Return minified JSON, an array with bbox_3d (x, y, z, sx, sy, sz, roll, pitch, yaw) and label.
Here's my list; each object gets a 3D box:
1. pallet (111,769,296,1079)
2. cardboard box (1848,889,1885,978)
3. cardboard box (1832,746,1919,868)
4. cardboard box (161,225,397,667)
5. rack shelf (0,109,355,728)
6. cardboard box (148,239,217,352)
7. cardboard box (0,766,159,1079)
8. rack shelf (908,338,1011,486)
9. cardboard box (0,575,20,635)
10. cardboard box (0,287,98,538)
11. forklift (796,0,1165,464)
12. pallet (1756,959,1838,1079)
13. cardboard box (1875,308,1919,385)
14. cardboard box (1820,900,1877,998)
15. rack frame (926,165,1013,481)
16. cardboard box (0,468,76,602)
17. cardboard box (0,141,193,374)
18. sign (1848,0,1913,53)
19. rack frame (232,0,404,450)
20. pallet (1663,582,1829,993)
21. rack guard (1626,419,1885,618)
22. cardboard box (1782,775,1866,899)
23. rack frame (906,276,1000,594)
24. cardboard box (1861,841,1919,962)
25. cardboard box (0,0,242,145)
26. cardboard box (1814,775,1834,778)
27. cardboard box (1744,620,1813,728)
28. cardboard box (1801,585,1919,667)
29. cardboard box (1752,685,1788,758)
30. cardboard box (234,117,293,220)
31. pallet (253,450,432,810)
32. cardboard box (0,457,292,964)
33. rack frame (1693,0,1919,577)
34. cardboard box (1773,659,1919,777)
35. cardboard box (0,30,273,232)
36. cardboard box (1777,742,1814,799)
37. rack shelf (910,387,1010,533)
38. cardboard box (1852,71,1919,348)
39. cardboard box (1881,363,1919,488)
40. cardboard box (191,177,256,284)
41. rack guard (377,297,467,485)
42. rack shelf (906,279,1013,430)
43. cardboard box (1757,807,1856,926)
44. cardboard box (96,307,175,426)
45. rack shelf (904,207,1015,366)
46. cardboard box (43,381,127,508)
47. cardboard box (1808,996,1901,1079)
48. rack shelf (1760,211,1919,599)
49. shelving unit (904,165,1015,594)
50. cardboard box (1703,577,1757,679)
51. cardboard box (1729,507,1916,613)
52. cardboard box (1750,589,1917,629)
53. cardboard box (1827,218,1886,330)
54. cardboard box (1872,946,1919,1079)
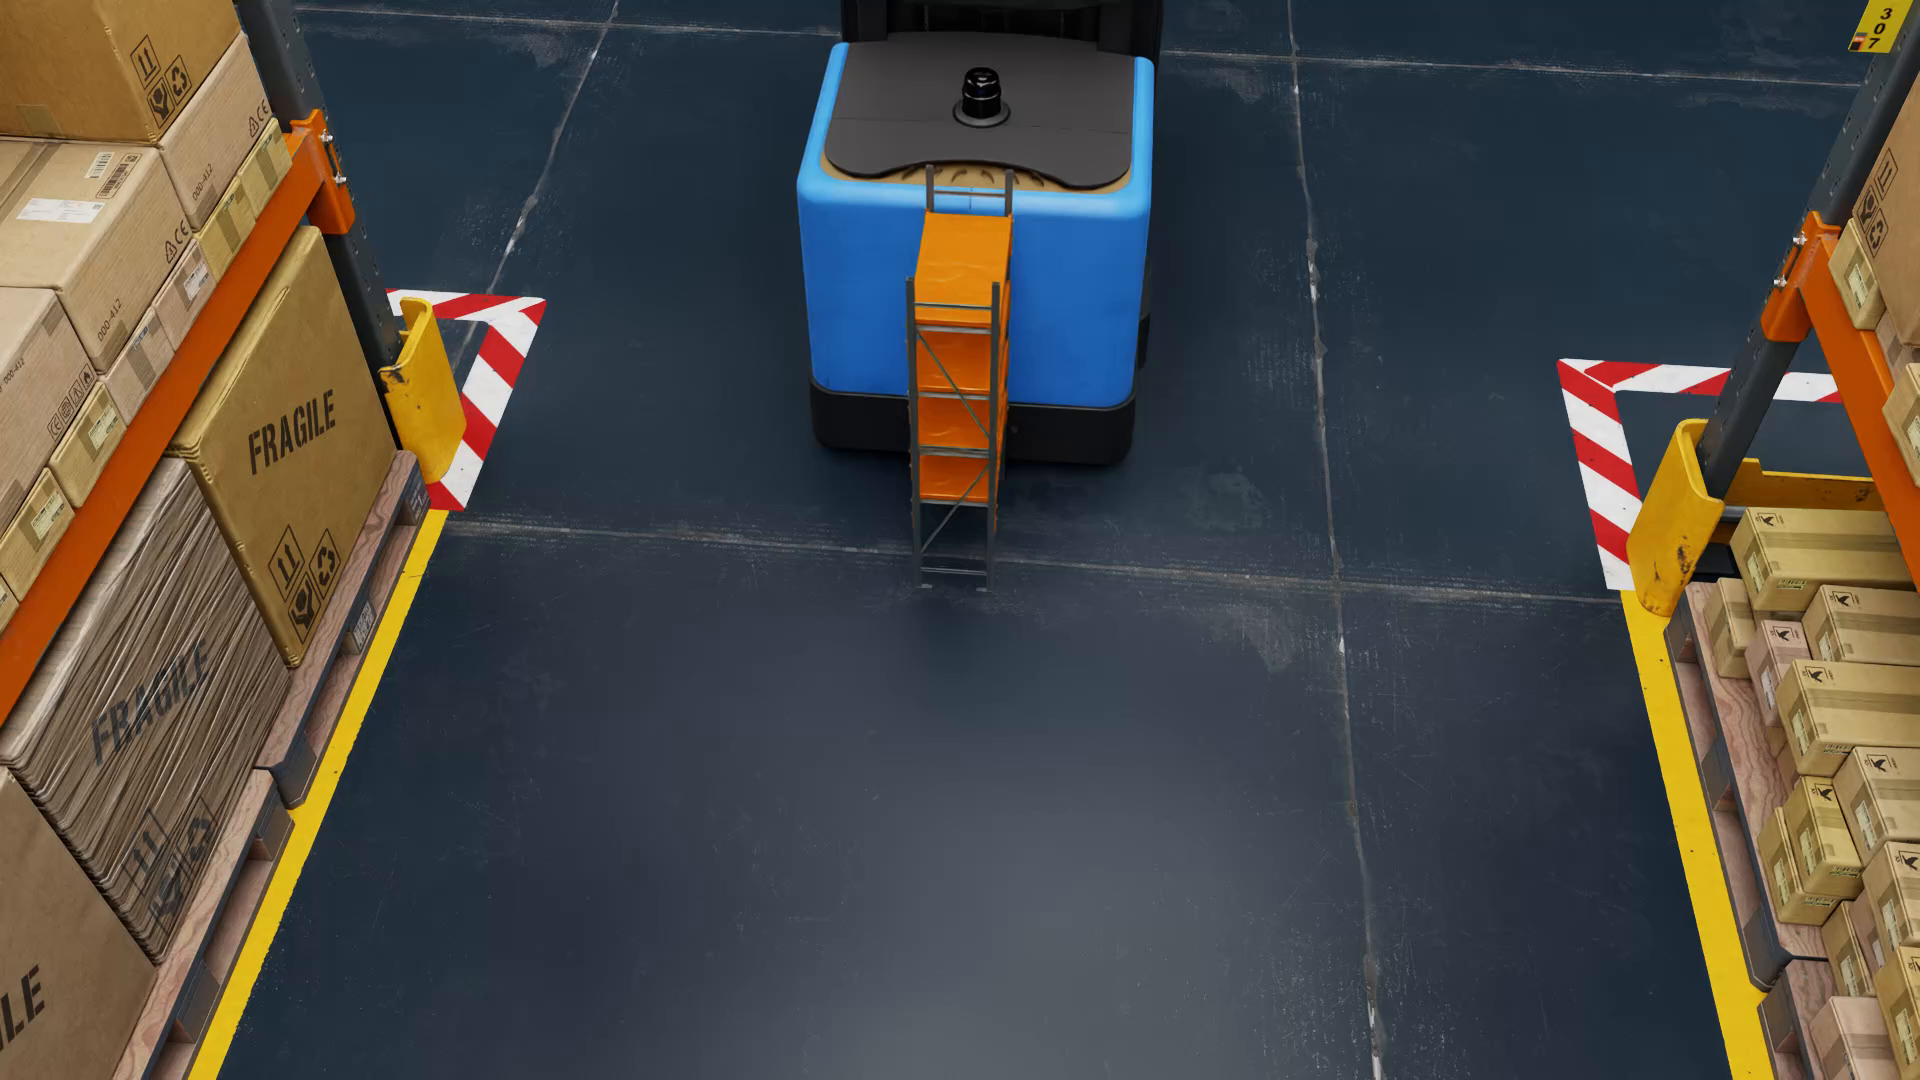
[{"bbox_3d":[-2.365,1.094,4.107,1.003,0.211,1.213,4,48,4],"label":"pallet"},{"bbox_3d":[2.294,0.927,3.815,0.380,0.149,0.250,2,48,2],"label":"cardboard box"},{"bbox_3d":[2.291,0.630,3.885,0.380,0.149,0.250,2,48,2],"label":"cardboard box"},{"bbox_3d":[-2.235,-0.283,4.632,0.875,0.875,0.875,4,48,4],"label":"cardboard box"},{"bbox_3d":[-2.439,0.378,3.359,1.077,0.370,4.000,4,48,4],"label":"rack shelf"},{"bbox_3d":[-2.007,-0.589,3.926,0.380,0.149,0.250,4,48,4],"label":"cardboard box"},{"bbox_3d":[-2.399,1.039,3.422,0.875,0.875,0.875,4,48,4],"label":"cardboard box"},{"bbox_3d":[0.004,-0.387,4.882,0.258,0.148,0.480,4,48,3],"label":"rack shelf"},{"bbox_3d":[-2.101,0.158,3.243,0.380,0.149,0.250,5,48,4],"label":"cardboard box"},{"bbox_3d":[-2.129,-0.263,3.358,0.500,0.250,0.500,2,48,2],"label":"cardboard box"},{"bbox_3d":[0.163,-2.325,5.390,1.130,2.935,3.031,4,48,3],"label":"forklift"},{"bbox_3d":[2.444,1.559,3.681,1.003,0.211,1.213,4,48,4],"label":"pallet"},{"bbox_3d":[2.336,-0.436,3.786,0.380,0.149,0.250,5,48,5],"label":"cardboard box"},{"bbox_3d":[2.288,1.013,3.939,0.380,0.149,0.250,4,48,4],"label":"cardboard box"},{"bbox_3d":[0.026,-0.612,4.997,0.240,1.200,0.015,4,48,3],"label":"rack frame"},{"bbox_3d":[-2.076,-0.024,3.410,0.380,0.149,0.250,4,48,4],"label":"cardboard box"},{"bbox_3d":[-2.083,-0.637,3.700,0.500,0.250,0.500,3,48,3],"label":"cardboard box"},{"bbox_3d":[2.133,-1.255,3.778,0.100,0.325,0.005,4,48,4],"label":"sign"},{"bbox_3d":[-2.257,-1.334,4.438,1.000,3.000,0.127,4,48,4],"label":"rack frame"},{"bbox_3d":[2.557,0.665,4.499,1.003,0.211,1.213,4,48,4],"label":"pallet"},{"bbox_3d":[2.667,-0.027,4.936,1.175,0.500,0.348,4,48,4],"label":"rack guard"},{"bbox_3d":[2.223,0.726,3.999,0.380,0.149,0.250,5,48,5],"label":"cardboard box"},{"bbox_3d":[-0.018,-0.254,4.669,0.240,1.200,0.015,4,48,3],"label":"rack frame"},{"bbox_3d":[2.257,0.833,3.699,0.380,0.149,0.250,6,48,5],"label":"cardboard box"},{"bbox_3d":[-2.039,-1.261,3.763,0.500,0.500,0.500,4,48,4],"label":"cardboard box"},{"bbox_3d":[2.355,0.545,4.165,0.380,0.149,0.250,4,48,4],"label":"cardboard box"},{"bbox_3d":[2.289,0.359,4.335,0.380,0.149,0.250,4,48,3],"label":"cardboard box"},{"bbox_3d":[2.382,0.266,4.218,0.380,0.149,0.250,5,48,4],"label":"cardboard box"},{"bbox_3d":[2.365,0.455,4.448,0.380,0.149,0.250,4,48,3],"label":"cardboard box"},{"bbox_3d":[-1.961,-0.966,4.271,0.380,0.149,0.250,5,48,4],"label":"cardboard box"},{"bbox_3d":[-2.252,0.200,4.924,1.003,0.211,1.213,4,48,4],"label":"pallet"},{"bbox_3d":[-2.318,0.385,4.020,0.875,0.875,0.875,4,48,4],"label":"cardboard box"},{"bbox_3d":[2.673,-0.926,4.065,1.000,3.000,0.127,4,48,4],"label":"rack frame"},{"bbox_3d":[2.232,0.443,4.057,0.380,0.149,0.250,4,48,3],"label":"cardboard box"},{"bbox_3d":[-2.036,-1.010,4.041,0.500,0.250,0.500,3,48,3],"label":"cardboard box"},{"bbox_3d":[2.349,0.638,4.281,0.380,0.149,0.250,4,48,4],"label":"cardboard box"},{"bbox_3d":[0.004,-0.253,5.029,0.258,0.148,0.480,4,48,3],"label":"rack shelf"},{"bbox_3d":[2.357,-0.749,3.633,0.500,0.500,0.500,6,48,5],"label":"cardboard box"},{"bbox_3d":[2.258,-0.242,3.609,0.380,0.149,0.250,3,48,2],"label":"cardboard box"},{"bbox_3d":[-1.983,-0.775,4.096,0.380,0.149,0.250,4,48,4],"label":"cardboard box"},{"bbox_3d":[-2.254,-0.508,5.376,1.175,0.500,0.348,4,48,4],"label":"rack guard"},{"bbox_3d":[0.004,-0.538,4.717,0.258,0.148,0.480,4,48,3],"label":"rack shelf"},{"bbox_3d":[2.216,0.819,4.116,0.380,0.149,0.250,4,48,4],"label":"cardboard box"},{"bbox_3d":[-2.031,-0.406,3.759,0.380,0.149,0.250,5,48,4],"label":"cardboard box"},{"bbox_3d":[0.004,-0.698,4.543,0.258,0.148,0.480,4,48,3],"label":"rack shelf"},{"bbox_3d":[-2.053,-0.215,3.584,0.380,0.149,0.250,3,48,3],"label":"cardboard box"},{"bbox_3d":[2.179,1.190,3.776,0.380,0.149,0.250,2,48,2],"label":"cardboard box"},{"bbox_3d":[2.491,0.786,2.986,1.077,0.370,4.000,4,48,4],"label":"rack shelf"},{"bbox_3d":[0.004,-0.433,4.833,0.258,1.200,0.503,4,48,3],"label":"shelving unit"},{"bbox_3d":[2.307,0.257,4.629,0.380,0.149,0.250,5,48,4],"label":"cardboard box"},{"bbox_3d":[2.287,0.055,4.411,0.380,0.149,0.250,2,48,2],"label":"cardboard box"},{"bbox_3d":[2.370,0.161,4.516,0.380,0.149,0.250,6,48,5],"label":"cardboard box"},{"bbox_3d":[2.318,-0.626,3.960,0.380,0.149,0.250,4,48,3],"label":"cardboard box"},{"bbox_3d":[2.187,1.024,3.525,0.380,0.149,0.250,5,48,4],"label":"cardboard box"}]
